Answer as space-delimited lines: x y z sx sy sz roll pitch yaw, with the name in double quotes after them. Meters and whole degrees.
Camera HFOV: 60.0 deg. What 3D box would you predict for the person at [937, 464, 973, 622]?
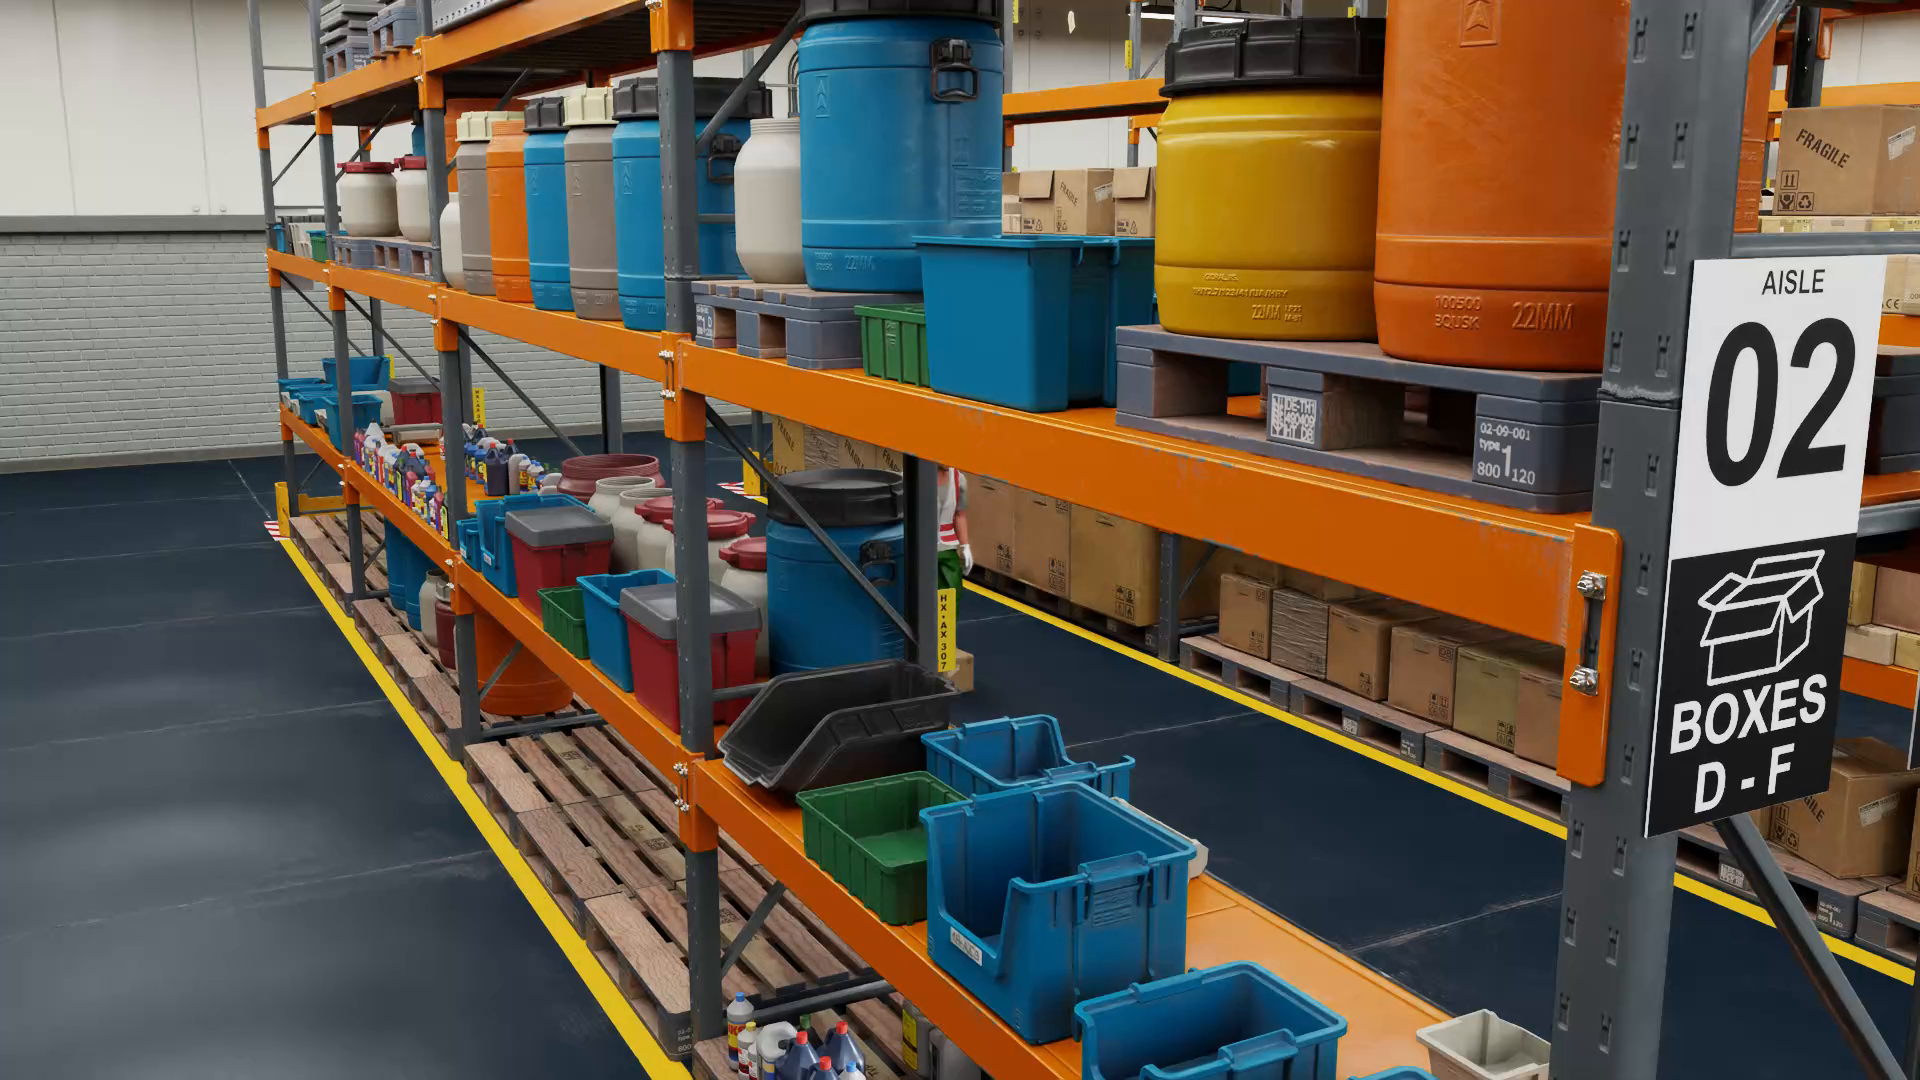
-0.174 0.108 11.385 0.614 1.778 0.452 -7 14 -31 "person"
